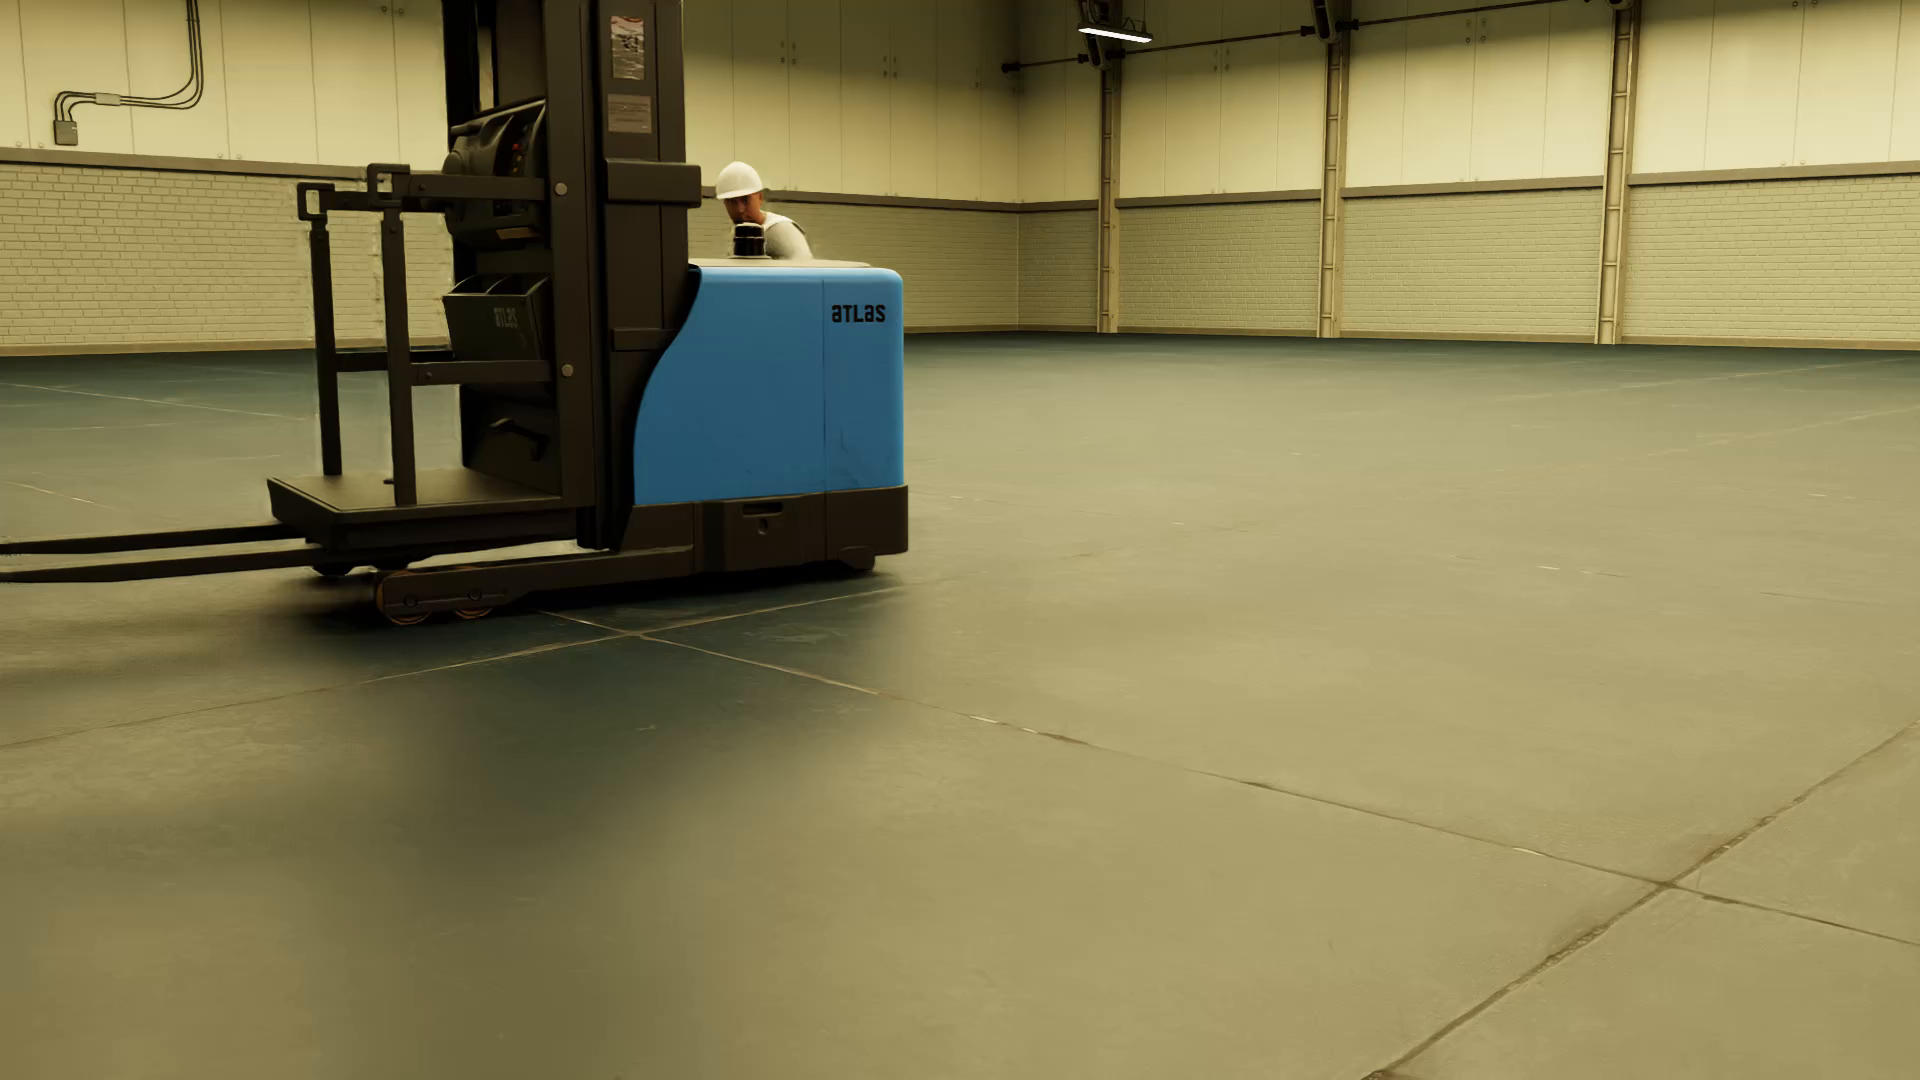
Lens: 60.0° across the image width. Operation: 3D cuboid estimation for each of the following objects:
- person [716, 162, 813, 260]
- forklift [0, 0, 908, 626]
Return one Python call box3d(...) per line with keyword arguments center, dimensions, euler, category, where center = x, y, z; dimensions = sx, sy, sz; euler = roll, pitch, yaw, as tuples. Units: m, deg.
box3d(center=(-0.827, -0.928, 7.701), dimensions=(0.586, 1.593, 0.959), euler=(-2, 9, -11), category="person")
box3d(center=(-1.705, -1.280, 5.377), dimensions=(3.031, 2.935, 1.130), euler=(-5, 10, -32), category="forklift")
